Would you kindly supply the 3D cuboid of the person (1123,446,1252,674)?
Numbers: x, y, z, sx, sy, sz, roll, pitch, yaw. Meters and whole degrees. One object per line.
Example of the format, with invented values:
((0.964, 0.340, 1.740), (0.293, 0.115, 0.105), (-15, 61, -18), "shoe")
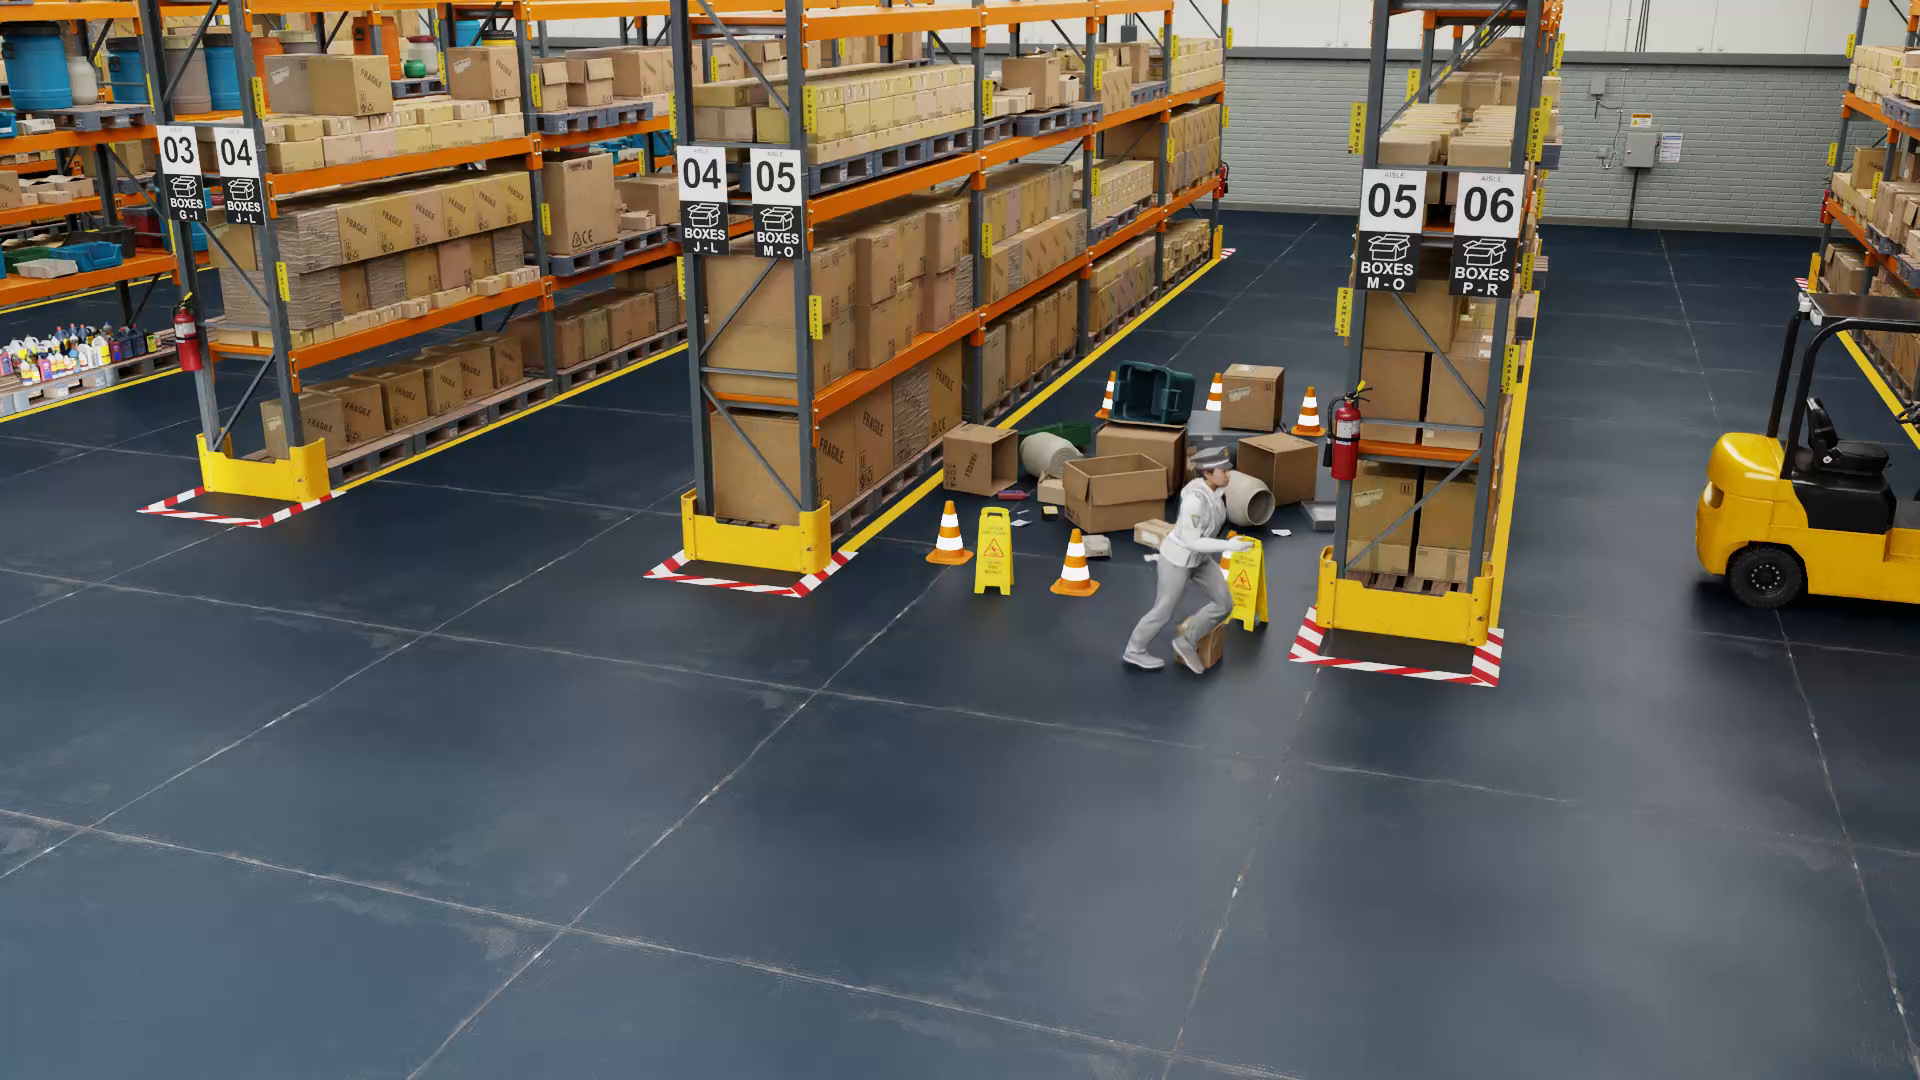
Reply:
((1.481, 0.139, 10.721), (0.874, 1.611, 0.614), (12, 22, 31), "person")
